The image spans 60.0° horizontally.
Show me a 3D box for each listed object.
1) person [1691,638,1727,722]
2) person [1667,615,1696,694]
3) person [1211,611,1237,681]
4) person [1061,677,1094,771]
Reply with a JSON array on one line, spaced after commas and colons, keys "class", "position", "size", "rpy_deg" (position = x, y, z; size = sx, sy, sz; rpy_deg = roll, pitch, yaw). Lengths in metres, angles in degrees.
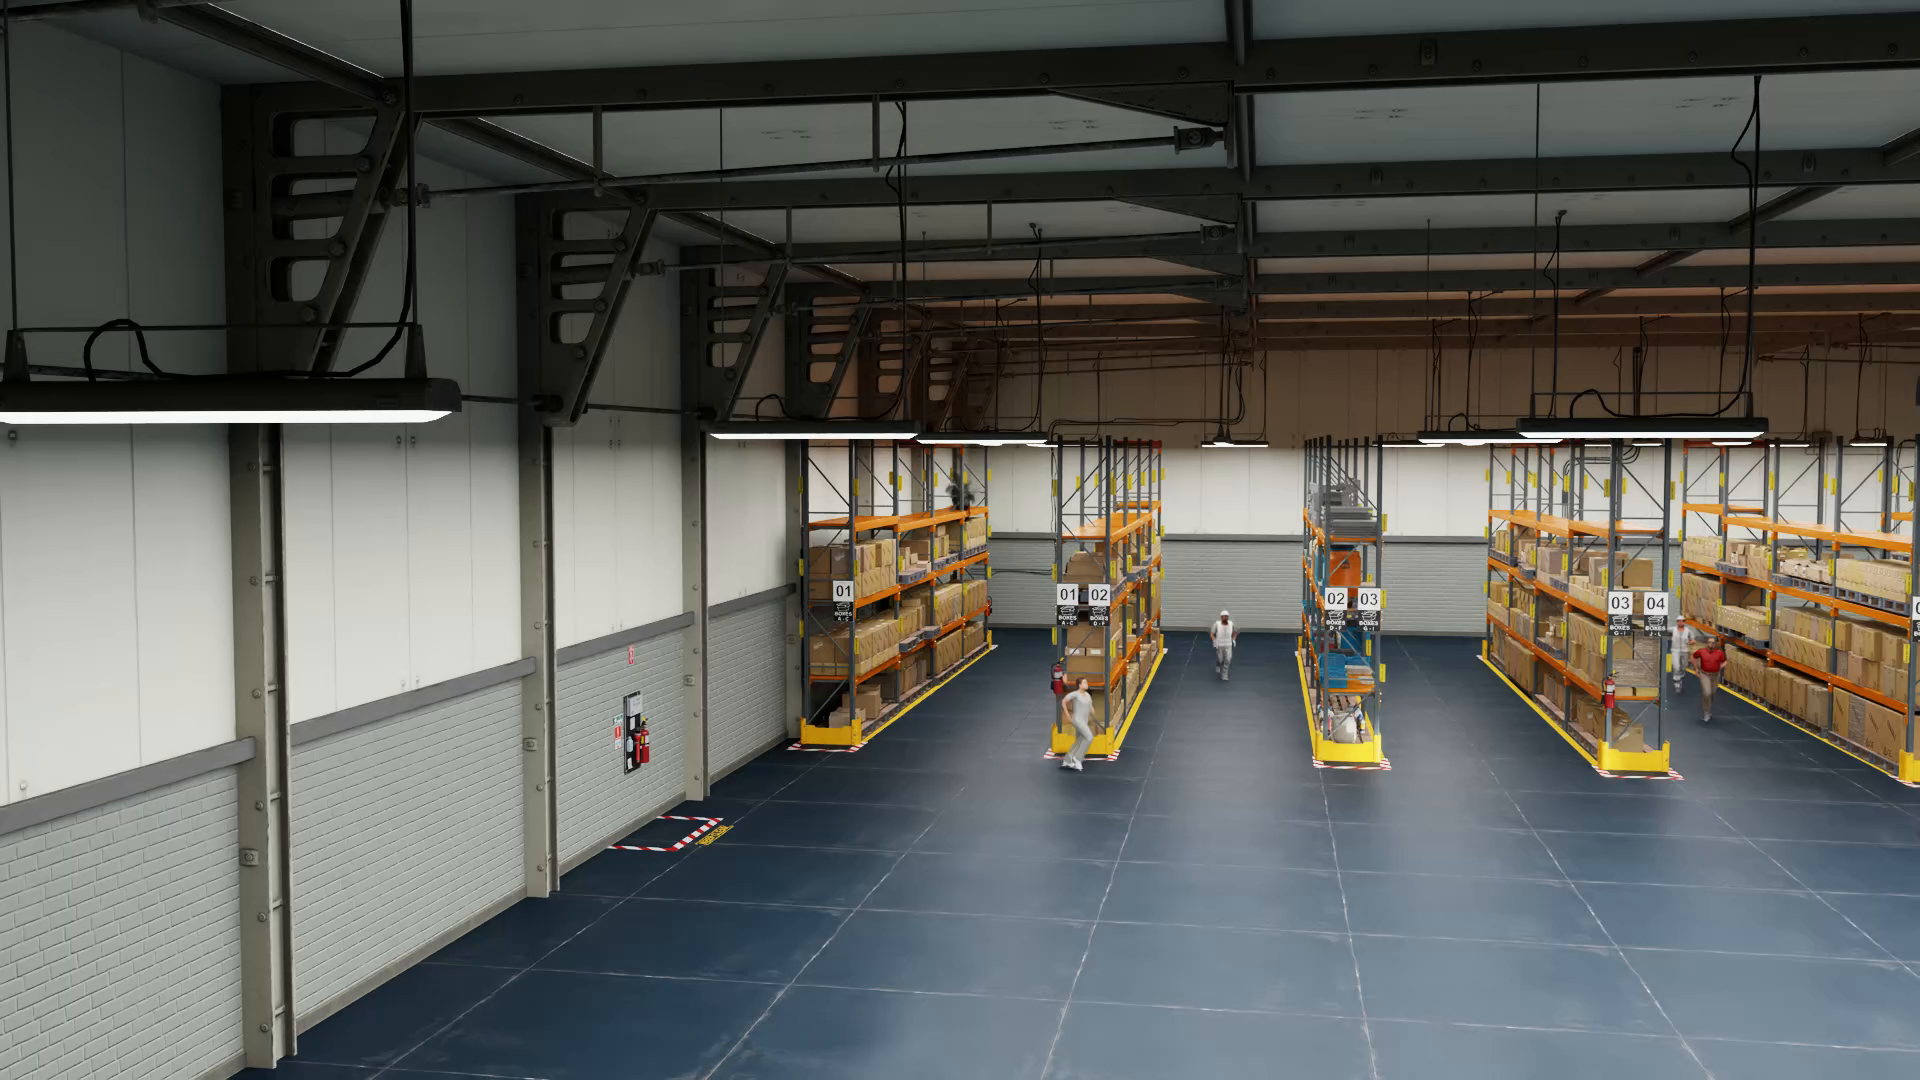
[{"class": "person", "position": [15.954, 2.960, 35.372], "size": [0.645, 1.789, 0.816], "rpy_deg": [0, 3, 5]}, {"class": "person", "position": [16.984, 2.672, 39.234], "size": [0.663, 1.791, 0.933], "rpy_deg": [1, 3, 14]}, {"class": "person", "position": [6.580, 2.617, 41.480], "size": [0.669, 1.733, 0.695], "rpy_deg": [0, 3, -2]}, {"class": "person", "position": [2.168, 3.281, 29.873], "size": [0.641, 1.649, 0.562], "rpy_deg": [2, 4, 34]}]
